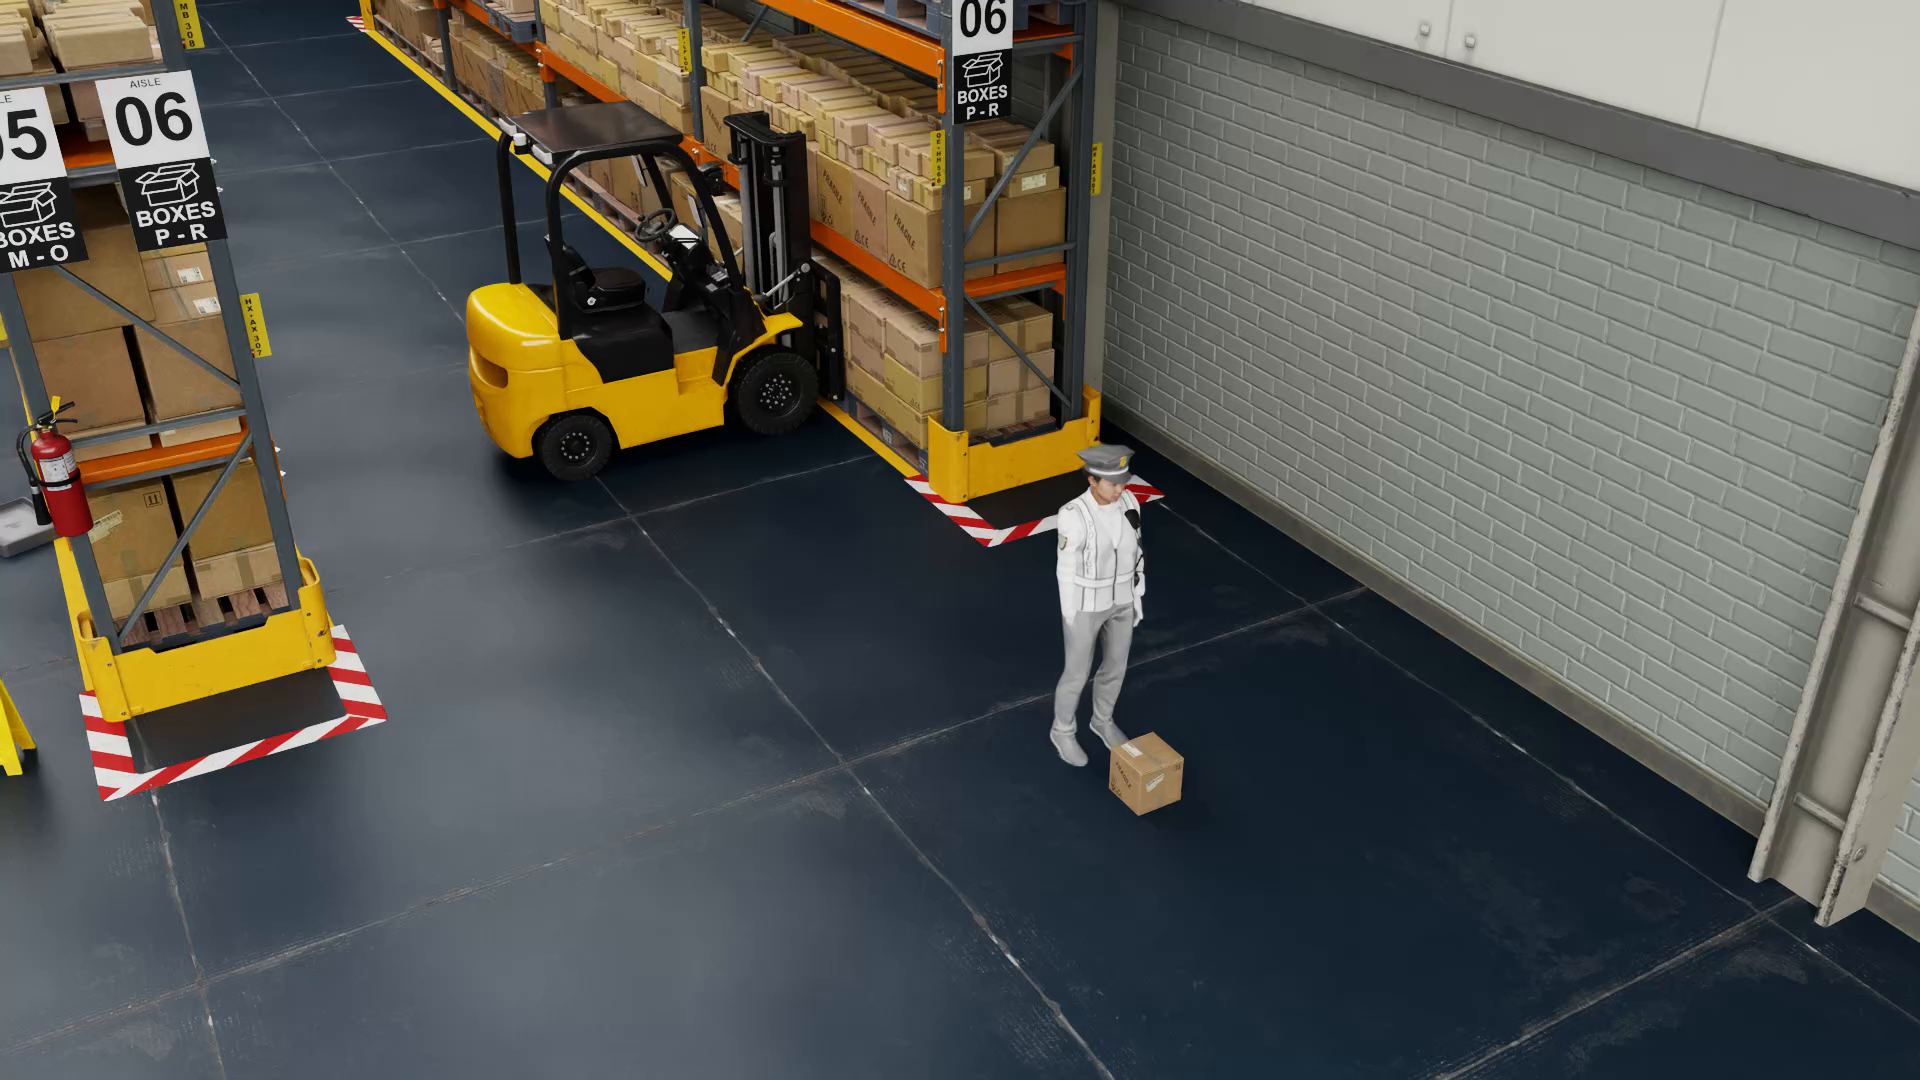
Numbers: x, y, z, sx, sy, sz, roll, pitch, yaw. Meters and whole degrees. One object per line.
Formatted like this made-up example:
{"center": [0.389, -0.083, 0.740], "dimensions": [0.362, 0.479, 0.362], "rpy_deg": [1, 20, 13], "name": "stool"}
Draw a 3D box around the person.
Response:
{"center": [0.686, 0.318, 8.002], "dimensions": [0.468, 1.682, 0.328], "rpy_deg": [-15, 33, -25], "name": "person"}
